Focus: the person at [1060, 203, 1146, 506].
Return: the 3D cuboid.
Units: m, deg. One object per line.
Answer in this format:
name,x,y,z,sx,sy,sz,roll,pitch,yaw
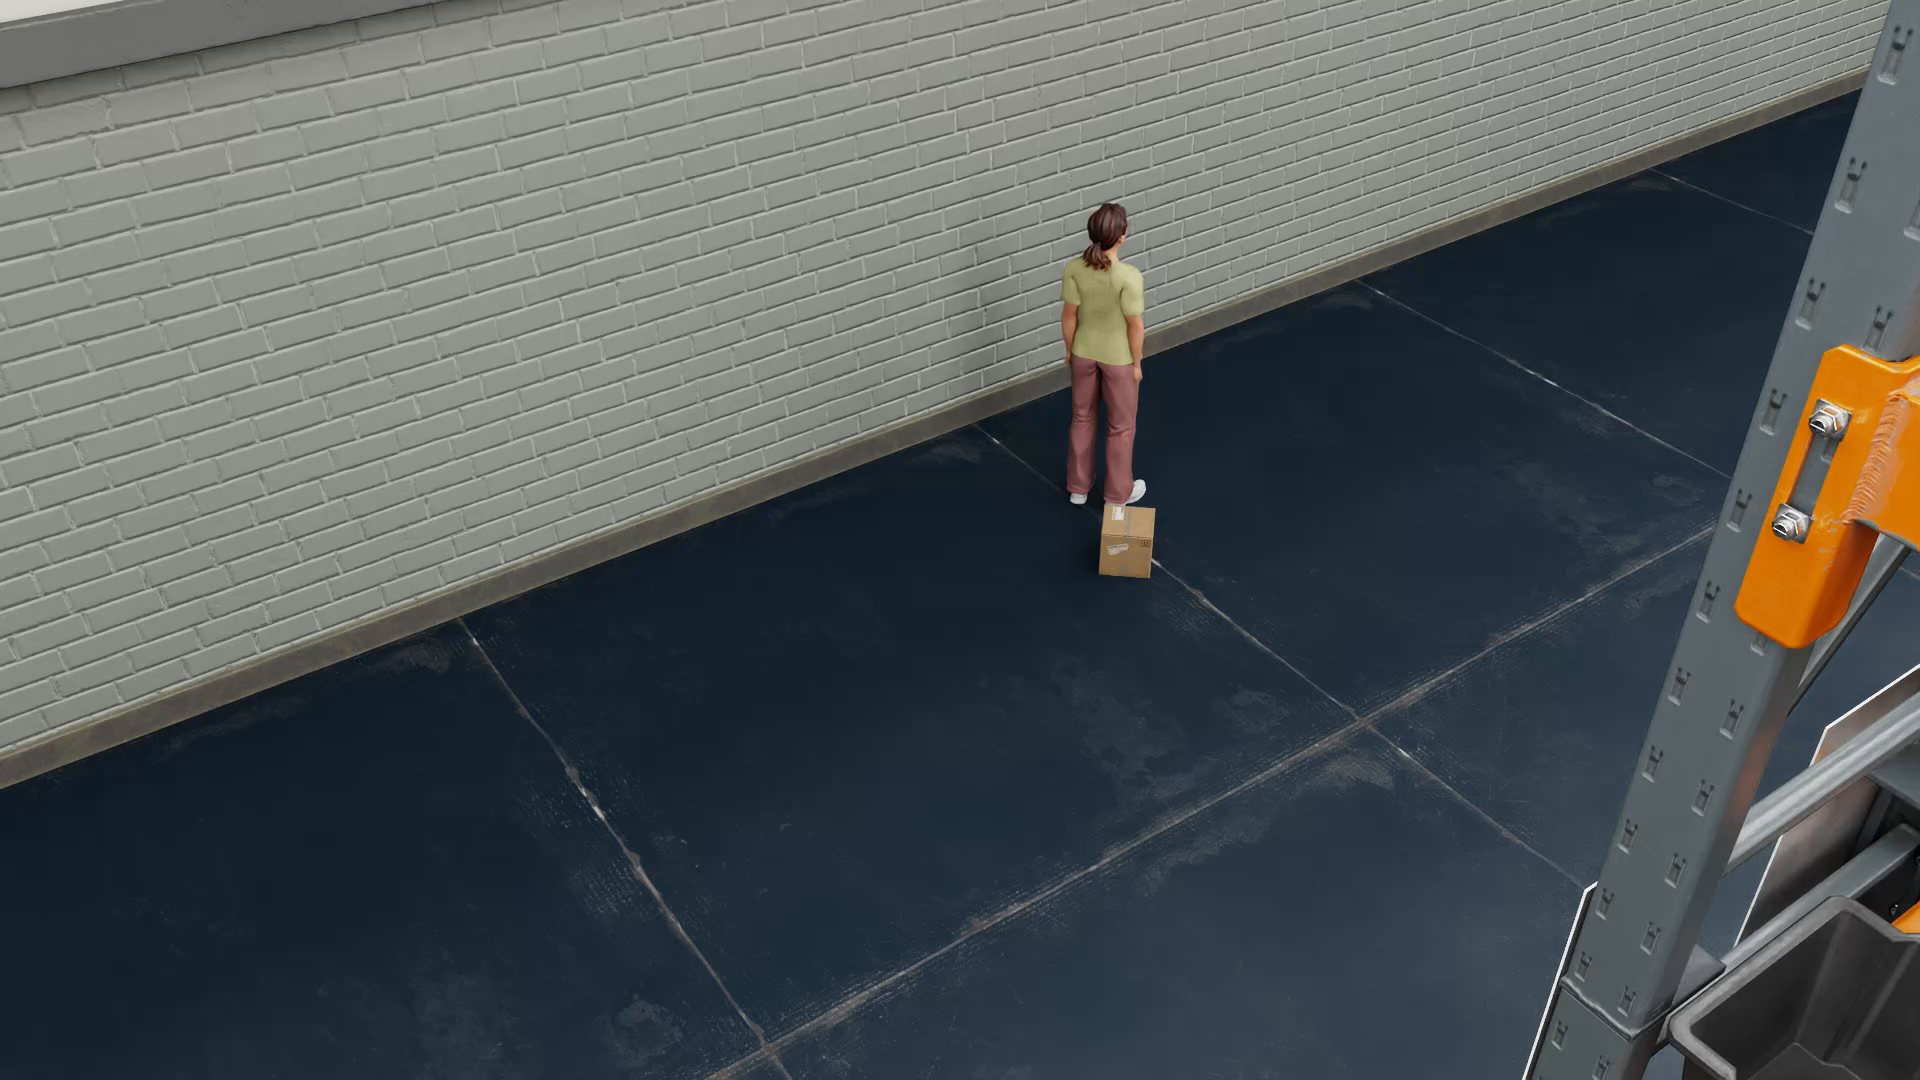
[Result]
person,0.715,-0.893,8.211,0.430,1.671,0.382,16,39,20
